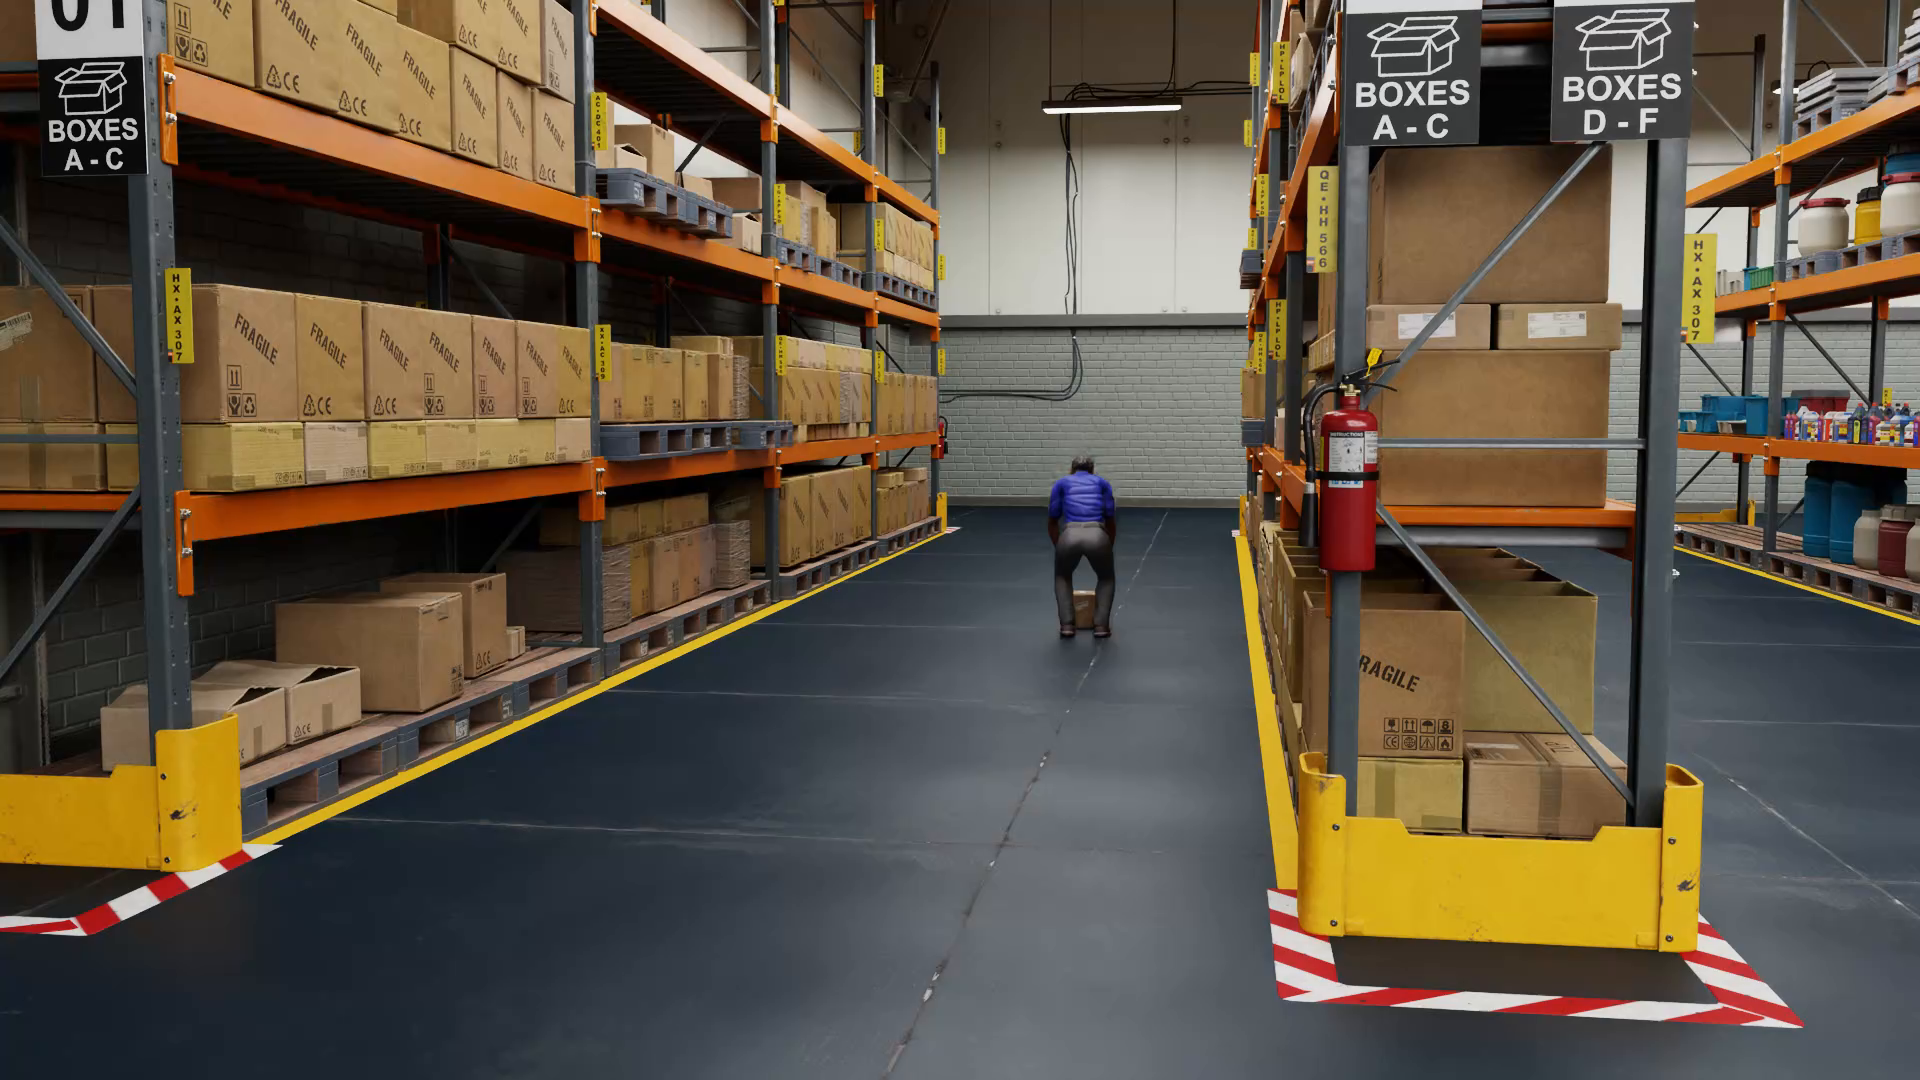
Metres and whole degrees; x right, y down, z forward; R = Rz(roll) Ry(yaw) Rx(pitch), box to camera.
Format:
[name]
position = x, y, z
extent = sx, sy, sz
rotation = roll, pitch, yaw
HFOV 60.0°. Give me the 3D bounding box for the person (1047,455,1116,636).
[person]
position = 0.857, 0.042, 11.843
extent = 0.497, 1.277, 0.684
rotation = 1, 5, 9
